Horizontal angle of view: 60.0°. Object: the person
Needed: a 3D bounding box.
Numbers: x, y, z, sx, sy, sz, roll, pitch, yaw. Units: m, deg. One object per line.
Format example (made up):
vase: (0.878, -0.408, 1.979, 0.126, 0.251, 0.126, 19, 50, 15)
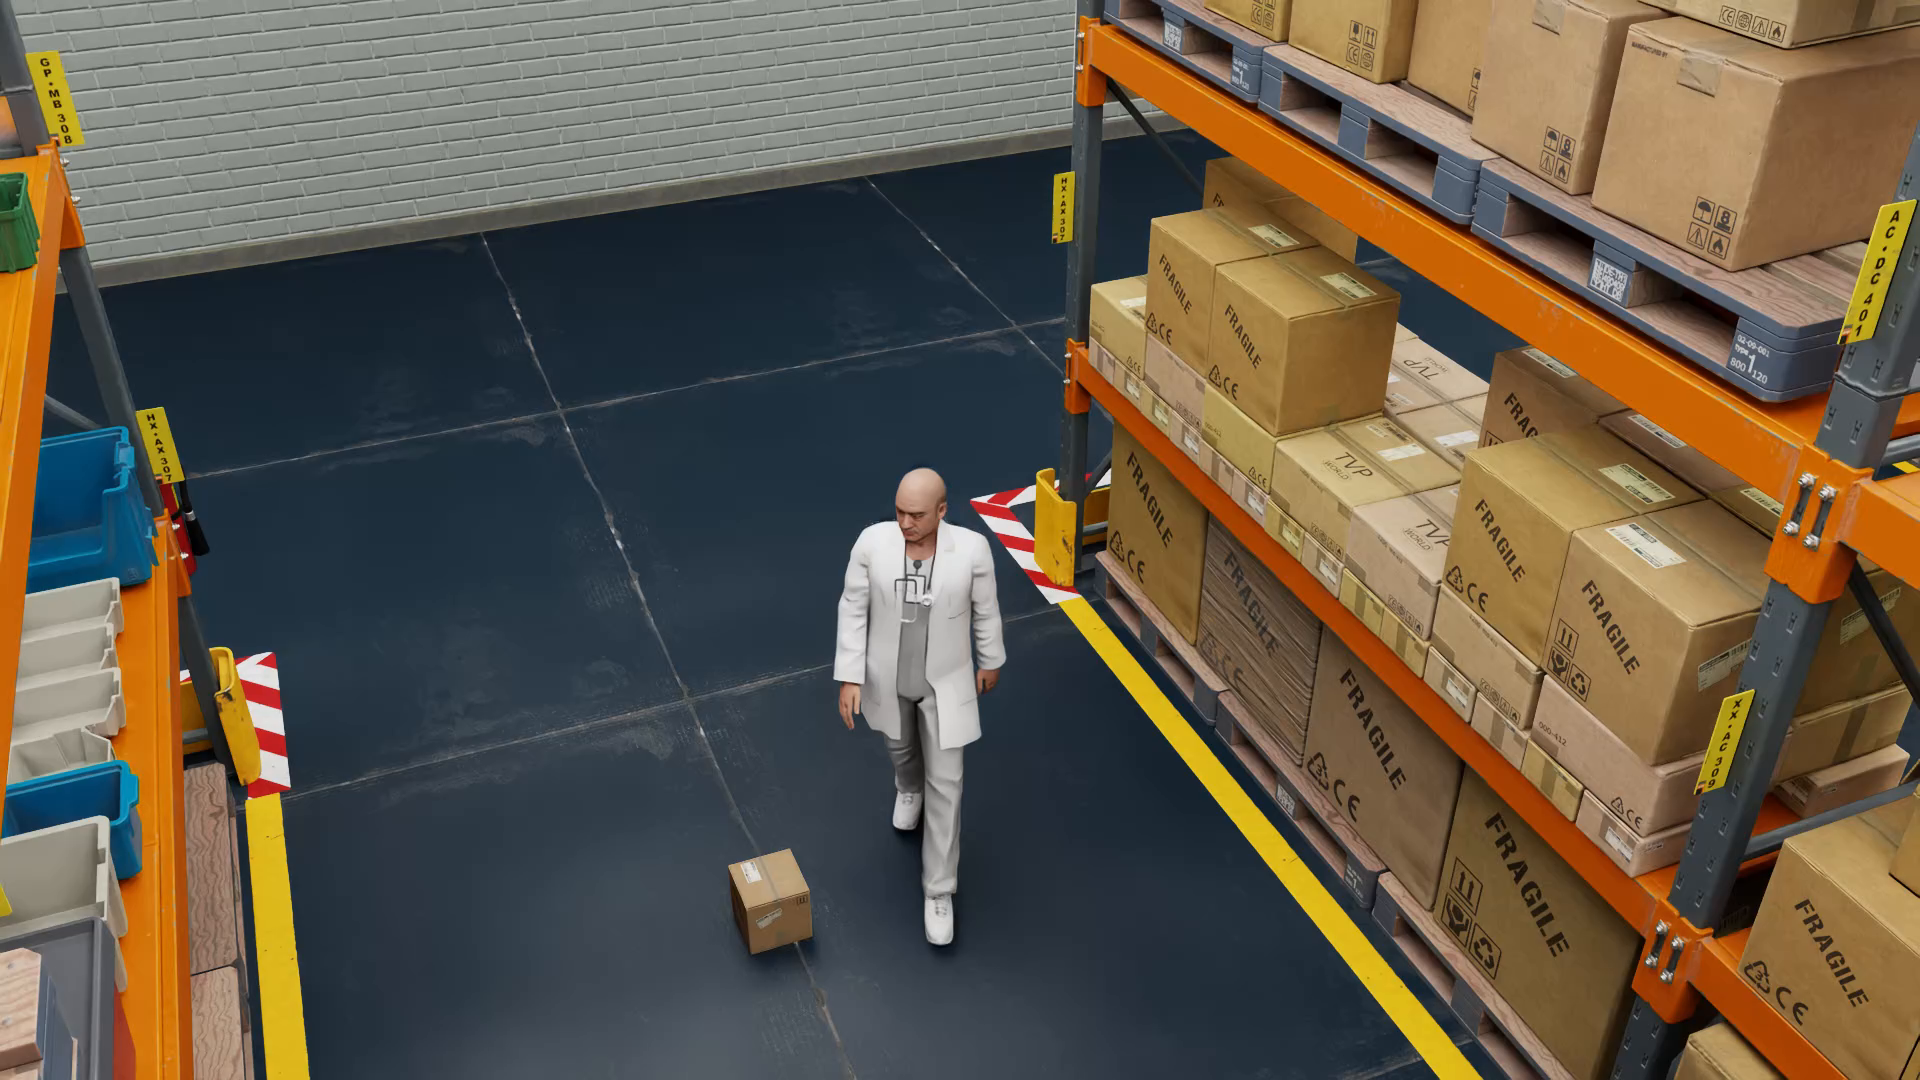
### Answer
person: (-0.172, 0.575, 6.261, 0.623, 1.735, 1.022, 5, 33, 8)
